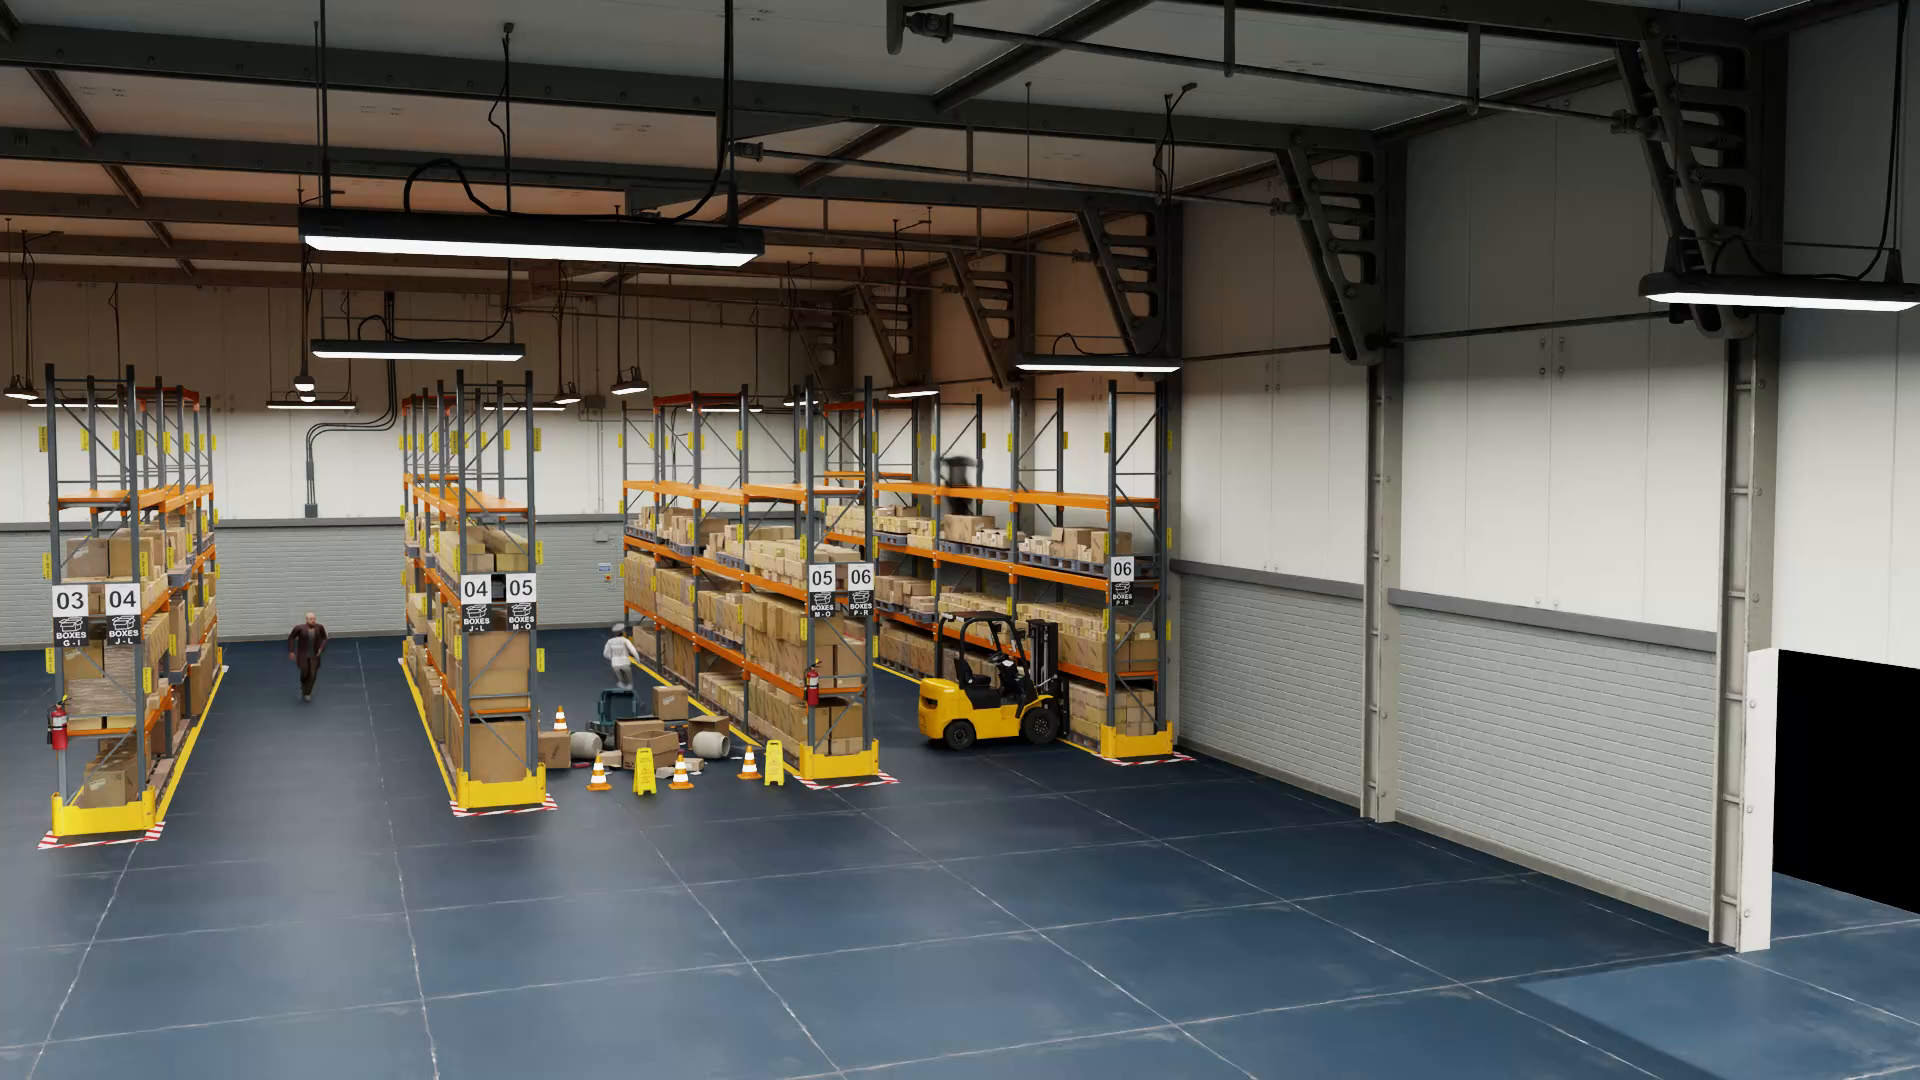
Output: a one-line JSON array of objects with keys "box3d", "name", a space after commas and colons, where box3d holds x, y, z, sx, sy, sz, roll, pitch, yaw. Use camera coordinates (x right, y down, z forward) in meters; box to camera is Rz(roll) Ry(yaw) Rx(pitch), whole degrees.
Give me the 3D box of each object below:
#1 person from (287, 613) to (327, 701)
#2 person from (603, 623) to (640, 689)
[{"box3d": [-12.723, 2.350, 32.428, 0.721, 1.526, 0.704, -3, 4, -37], "name": "person"}, {"box3d": [-6.422, 2.388, 31.463, 0.679, 1.603, 0.504, 0, 3, -2], "name": "person"}]
